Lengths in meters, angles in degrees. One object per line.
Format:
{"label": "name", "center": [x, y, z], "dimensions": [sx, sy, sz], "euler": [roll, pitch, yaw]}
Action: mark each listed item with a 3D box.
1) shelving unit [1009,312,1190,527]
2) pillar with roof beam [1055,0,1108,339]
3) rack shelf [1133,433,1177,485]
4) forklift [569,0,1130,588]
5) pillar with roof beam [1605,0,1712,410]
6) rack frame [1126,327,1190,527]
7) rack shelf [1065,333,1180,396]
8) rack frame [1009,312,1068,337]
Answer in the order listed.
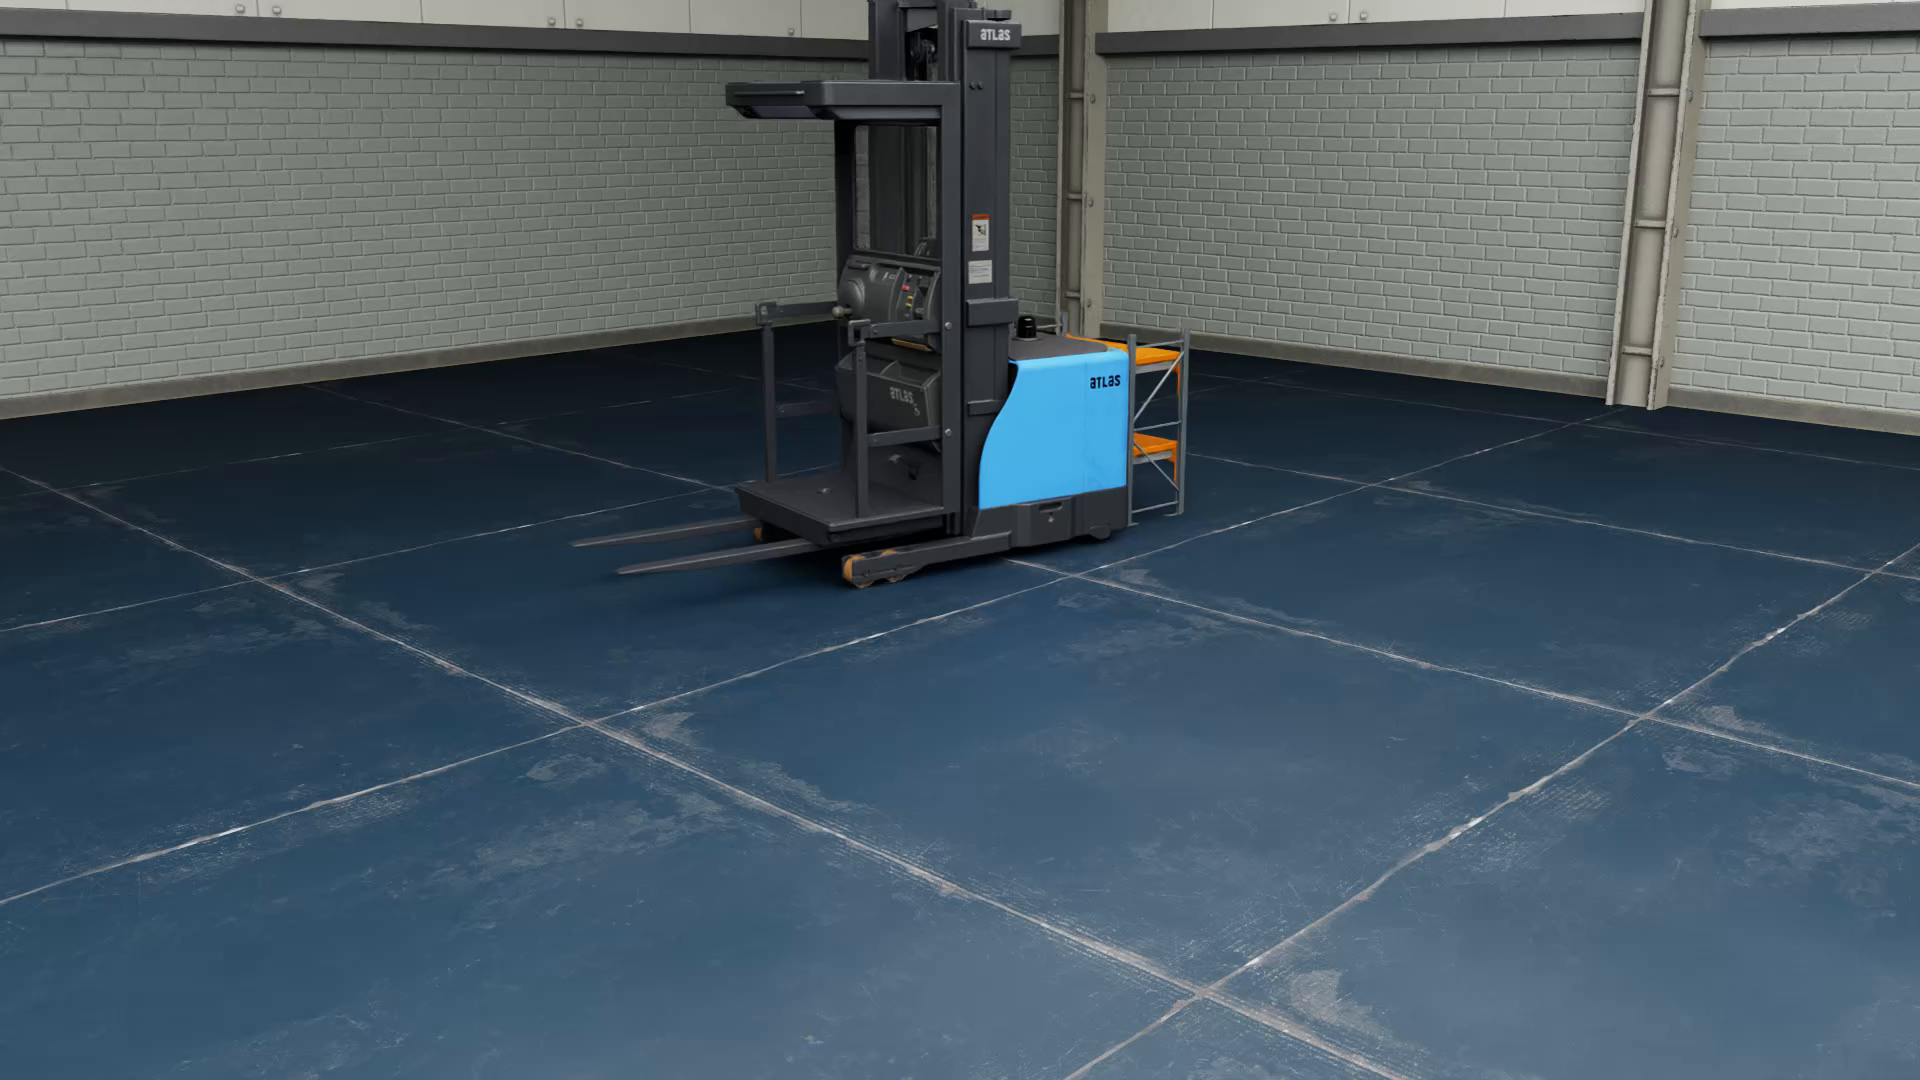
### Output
{"label": "shelving unit", "center": [0.816, -0.760, 10.117], "dimensions": [0.538, 1.125, 1.048], "euler": [-12, 19, -39]}
{"label": "pillar with roof beam", "center": [-1.728, -5.739, 13.611], "dimensions": [0.400, 9.000, 9.100], "euler": [14, 20, 42]}
{"label": "rack shelf", "center": [0.816, -0.523, 10.178], "dimensions": [0.538, 0.278, 1.000], "euler": [-12, 19, -39]}
{"label": "forklift", "center": [-0.553, -1.325, 8.705], "dimensions": [3.031, 2.935, 1.130], "euler": [-10, 17, -33]}
{"label": "pillar with roof beam", "center": [2.591, -4.689, 9.581], "dimensions": [0.400, 9.000, 9.100], "euler": [14, 20, 42]}
{"label": "rack frame", "center": [1.150, -0.663, 9.746], "dimensions": [0.500, 1.125, 0.032], "euler": [-12, 19, -39]}
{"label": "rack shelf", "center": [0.816, -1.043, 10.043], "dimensions": [0.538, 0.278, 1.000], "euler": [-12, 19, -39]}
{"label": "rack frame", "center": [0.483, -0.856, 10.488], "dimensions": [0.500, 1.125, 0.032], "euler": [-12, 19, -39]}
